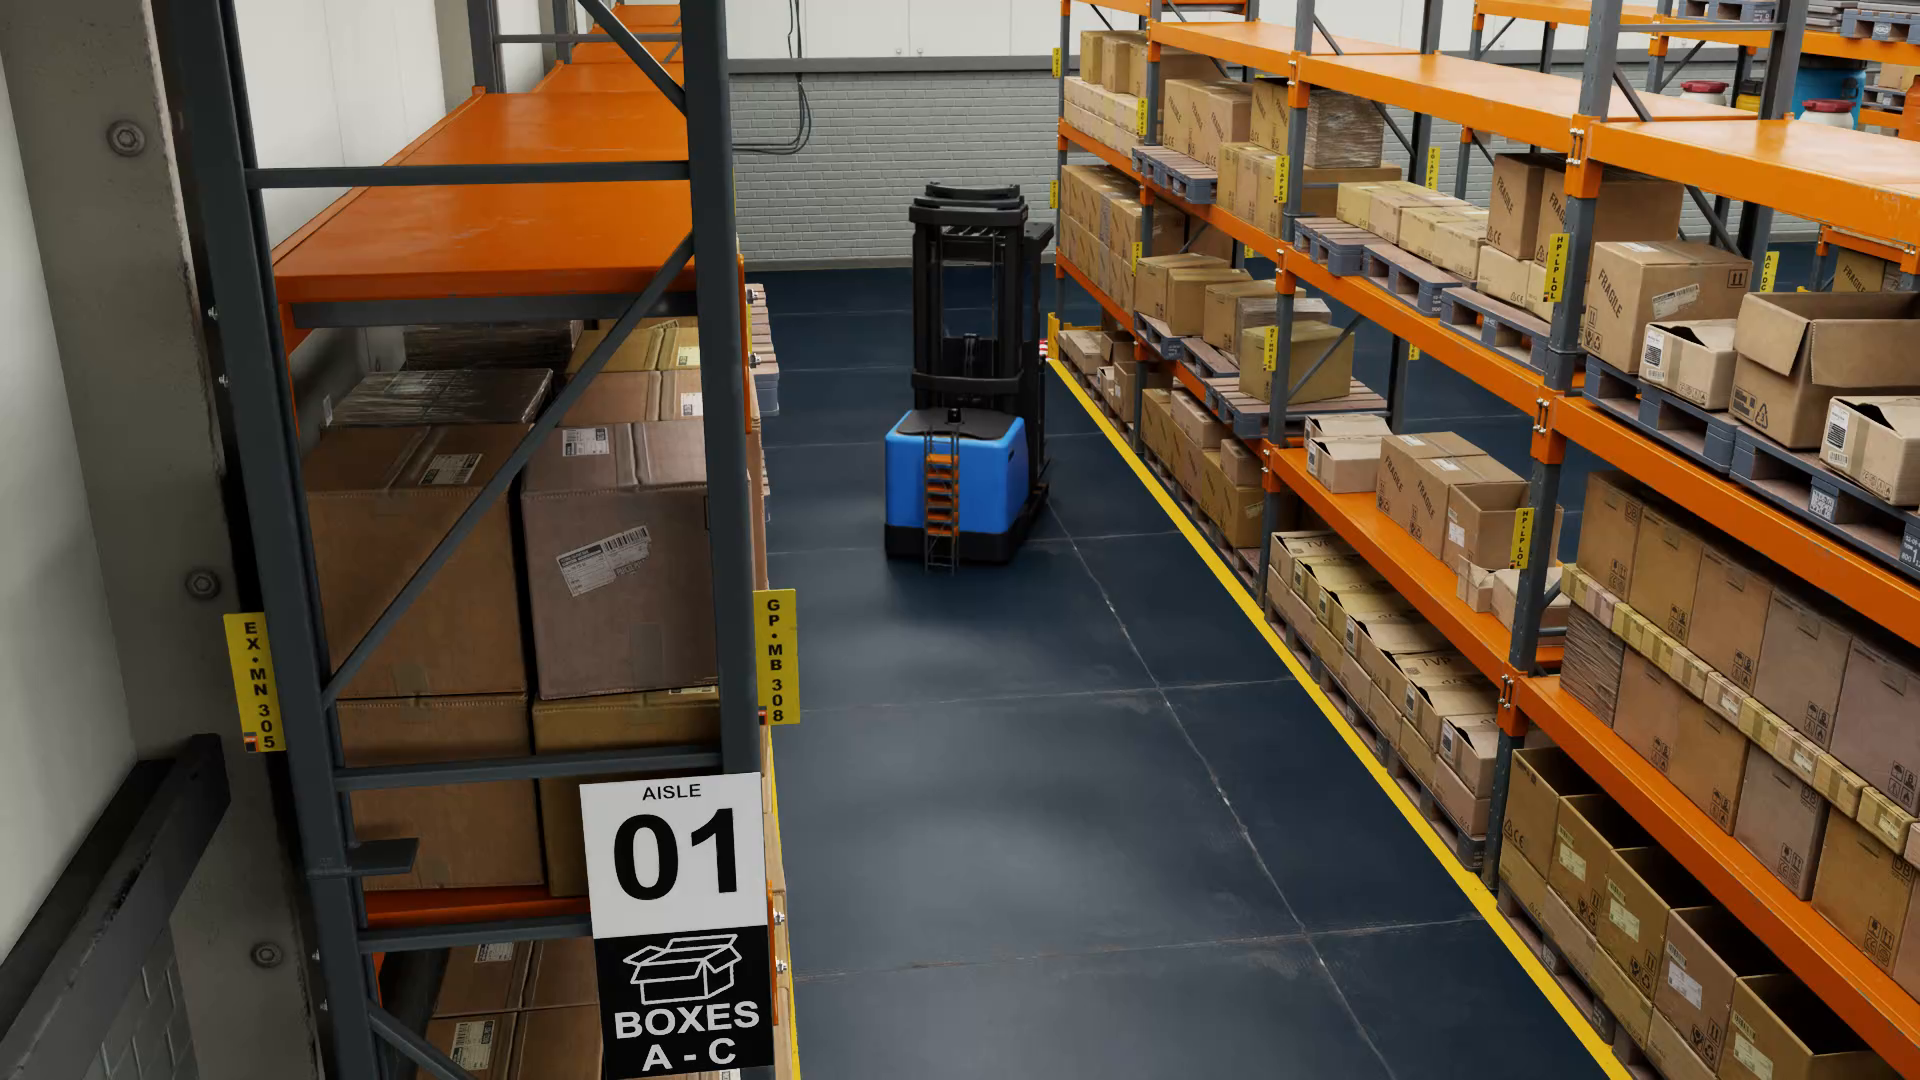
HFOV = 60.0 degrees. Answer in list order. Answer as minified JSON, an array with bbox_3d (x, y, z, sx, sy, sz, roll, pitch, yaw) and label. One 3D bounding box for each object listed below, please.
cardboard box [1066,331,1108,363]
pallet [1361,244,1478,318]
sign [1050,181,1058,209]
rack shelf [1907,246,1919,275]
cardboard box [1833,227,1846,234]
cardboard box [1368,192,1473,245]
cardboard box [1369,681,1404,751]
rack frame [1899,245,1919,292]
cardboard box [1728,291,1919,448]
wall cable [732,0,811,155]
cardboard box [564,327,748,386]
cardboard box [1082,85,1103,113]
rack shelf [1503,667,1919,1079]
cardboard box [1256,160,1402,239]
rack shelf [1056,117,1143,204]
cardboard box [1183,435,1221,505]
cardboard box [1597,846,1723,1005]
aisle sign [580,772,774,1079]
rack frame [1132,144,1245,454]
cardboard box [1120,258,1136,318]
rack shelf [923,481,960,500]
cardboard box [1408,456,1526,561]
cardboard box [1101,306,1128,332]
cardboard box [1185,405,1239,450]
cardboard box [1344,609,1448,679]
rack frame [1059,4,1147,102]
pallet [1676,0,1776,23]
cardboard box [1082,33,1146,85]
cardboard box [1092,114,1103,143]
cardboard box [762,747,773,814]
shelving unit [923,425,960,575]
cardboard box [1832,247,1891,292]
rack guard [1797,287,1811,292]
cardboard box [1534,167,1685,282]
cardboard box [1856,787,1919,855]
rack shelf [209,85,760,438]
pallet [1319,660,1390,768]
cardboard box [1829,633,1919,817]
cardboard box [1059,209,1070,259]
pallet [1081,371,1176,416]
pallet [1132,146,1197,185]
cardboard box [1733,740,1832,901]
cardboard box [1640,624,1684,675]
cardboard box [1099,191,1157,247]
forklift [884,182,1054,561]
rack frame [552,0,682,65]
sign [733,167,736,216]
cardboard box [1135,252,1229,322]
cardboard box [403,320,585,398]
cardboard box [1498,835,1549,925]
[{"bbox_3d":[1.518,-2.228,19.197,0.500,0.250,0.500,-3,21,-8],"label":"cardboard box"},{"bbox_3d":[3.152,-1.616,10.237,1.003,0.211,1.213,-2,21,-5],"label":"pallet"},{"bbox_3d":[1.111,-4.064,19.574,0.100,0.325,0.005,-3,21,-8],"label":"sign"},{"bbox_3d":[7.992,-1.541,10.795,1.077,0.370,4.000,-3,21,-8],"label":"rack shelf"},{"bbox_3d":[11.176,-3.927,20.803,0.380,0.149,0.250,-3,21,-7],"label":"cardboard box"},{"bbox_3d":[3.016,-2.113,10.914,0.500,0.250,0.500,-2,21,-6],"label":"cardboard box"},{"bbox_3d":[2.886,1.079,10.371,0.500,0.250,0.500,-2,21,-7],"label":"cardboard box"},{"bbox_3d":[7.703,-1.165,13.048,1.000,3.000,0.127,-3,21,-8],"label":"rack frame"},{"bbox_3d":[3.490,-0.671,6.490,0.797,0.503,0.637,-1,20,-2],"label":"cardboard box"},{"bbox_3d":[-3.715,-6.767,23.911,3.097,2.526,0.112,-3,21,-8],"label":"wall cable"},{"bbox_3d":[-0.869,-0.324,4.908,0.500,0.500,0.500,-2,21,-6],"label":"cardboard box"},{"bbox_3d":[1.608,-4.718,17.774,0.500,0.250,0.500,-3,21,-8],"label":"cardboard box"},{"bbox_3d":[3.666,1.498,6.946,1.077,0.370,4.000,-3,21,-8],"label":"rack shelf"},{"bbox_3d":[2.705,-2.518,12.240,0.910,0.500,0.500,-3,21,-8],"label":"cardboard box"},{"bbox_3d":[1.936,-4.062,17.545,1.077,0.370,4.000,-3,21,-8],"label":"rack shelf"},{"bbox_3d":[2.278,-0.624,14.543,0.500,0.500,0.500,-4,21,-10],"label":"cardboard box"},{"bbox_3d":[3.279,1.731,7.552,0.500,0.500,0.500,-3,21,-8],"label":"cardboard box"},{"bbox_3d":[-0.640,0.897,3.813,0.394,0.787,0.004,-3,21,-8],"label":"aisle sign"},{"bbox_3d":[2.225,-2.301,16.090,1.000,3.000,0.127,-3,21,-8],"label":"rack frame"},{"bbox_3d":[1.899,-2.508,16.502,0.500,0.500,0.500,-3,21,-7],"label":"cardboard box"},{"bbox_3d":[-0.146,-0.387,13.322,0.258,0.103,0.180,4,21,12],"label":"rack shelf"},{"bbox_3d":[3.135,-0.201,10.324,0.500,0.500,0.500,-3,21,-8],"label":"cardboard box"},{"bbox_3d":[1.970,-2.545,19.688,0.500,0.500,0.500,-3,21,-8],"label":"cardboard box"},{"bbox_3d":[2.270,-0.988,14.446,0.500,0.250,0.500,-3,21,-9],"label":"cardboard box"},{"bbox_3d":[2.816,0.645,10.731,0.500,0.311,0.500,-3,21,-8],"label":"cardboard box"},{"bbox_3d":[1.648,-6.497,18.749,1.000,3.000,0.127,-3,21,-8],"label":"rack frame"},{"bbox_3d":[7.277,-4.799,15.046,1.003,0.211,1.213,-3,21,-8],"label":"pallet"},{"bbox_3d":[1.727,-5.252,18.132,0.700,0.500,0.500,-3,21,-8],"label":"cardboard box"},{"bbox_3d":[1.682,-4.311,17.398,0.500,0.250,0.500,-3,21,-8],"label":"cardboard box"},{"bbox_3d":[-0.934,1.105,6.085,0.500,0.500,0.500,-2,21,-6],"label":"cardboard box"},{"bbox_3d":[-0.146,-0.316,13.348,0.258,1.200,0.189,4,21,12],"label":"shelving unit"},{"bbox_3d":[11.623,-3.168,20.849,0.875,0.875,0.875,-3,21,-8],"label":"cardboard box"},{"bbox_3d":[11.448,-3.022,21.592,1.175,0.500,0.348,-3,21,-8],"label":"rack guard"},{"bbox_3d":[3.328,-1.630,8.548,0.500,0.500,0.500,-3,21,-7],"label":"cardboard box"},{"bbox_3d":[3.562,1.023,6.120,0.380,0.149,0.250,-2,21,-6],"label":"cardboard box"},{"bbox_3d":[-1.235,-1.060,5.225,1.077,0.370,4.000,-3,21,-8],"label":"rack shelf"},{"bbox_3d":[3.054,1.098,10.973,1.003,0.211,1.213,-3,21,-8],"label":"pallet"},{"bbox_3d":[3.738,0.662,6.159,0.700,0.500,0.500,-3,21,-8],"label":"cardboard box"},{"bbox_3d":[1.451,-3.566,19.334,0.500,0.500,0.500,-2,21,-7],"label":"cardboard box"},{"bbox_3d":[1.948,-1.656,18.349,1.003,0.211,1.213,-3,21,-8],"label":"pallet"},{"bbox_3d":[2.249,-3.389,14.984,1.213,0.211,1.003,-3,21,-8],"label":"pallet"},{"bbox_3d":[3.674,1.109,6.818,0.700,0.500,0.500,-2,21,-6],"label":"cardboard box"},{"bbox_3d":[3.339,0.488,7.554,0.380,0.149,0.250,-3,21,-8],"label":"cardboard box"},{"bbox_3d":[1.747,-3.330,17.274,0.500,0.500,0.500,-3,21,-7],"label":"cardboard box"},{"bbox_3d":[0.195,-1.679,14.524,1.130,2.935,3.031,4,21,12],"label":"forklift"},{"bbox_3d":[-2.100,-3.476,10.660,1.000,3.000,0.127,-3,21,-8],"label":"rack frame"},{"bbox_3d":[-1.563,-2.339,11.166,0.100,0.325,0.005,-3,21,-8],"label":"sign"},{"bbox_3d":[2.072,-2.369,15.530,0.700,0.500,0.500,-10,23,-26],"label":"cardboard box"},{"bbox_3d":[-1.471,-0.496,5.369,0.500,0.500,0.500,-3,21,-8],"label":"cardboard box"},{"bbox_3d":[3.145,1.736,8.611,0.500,0.250,0.500,-3,21,-8],"label":"cardboard box"}]
